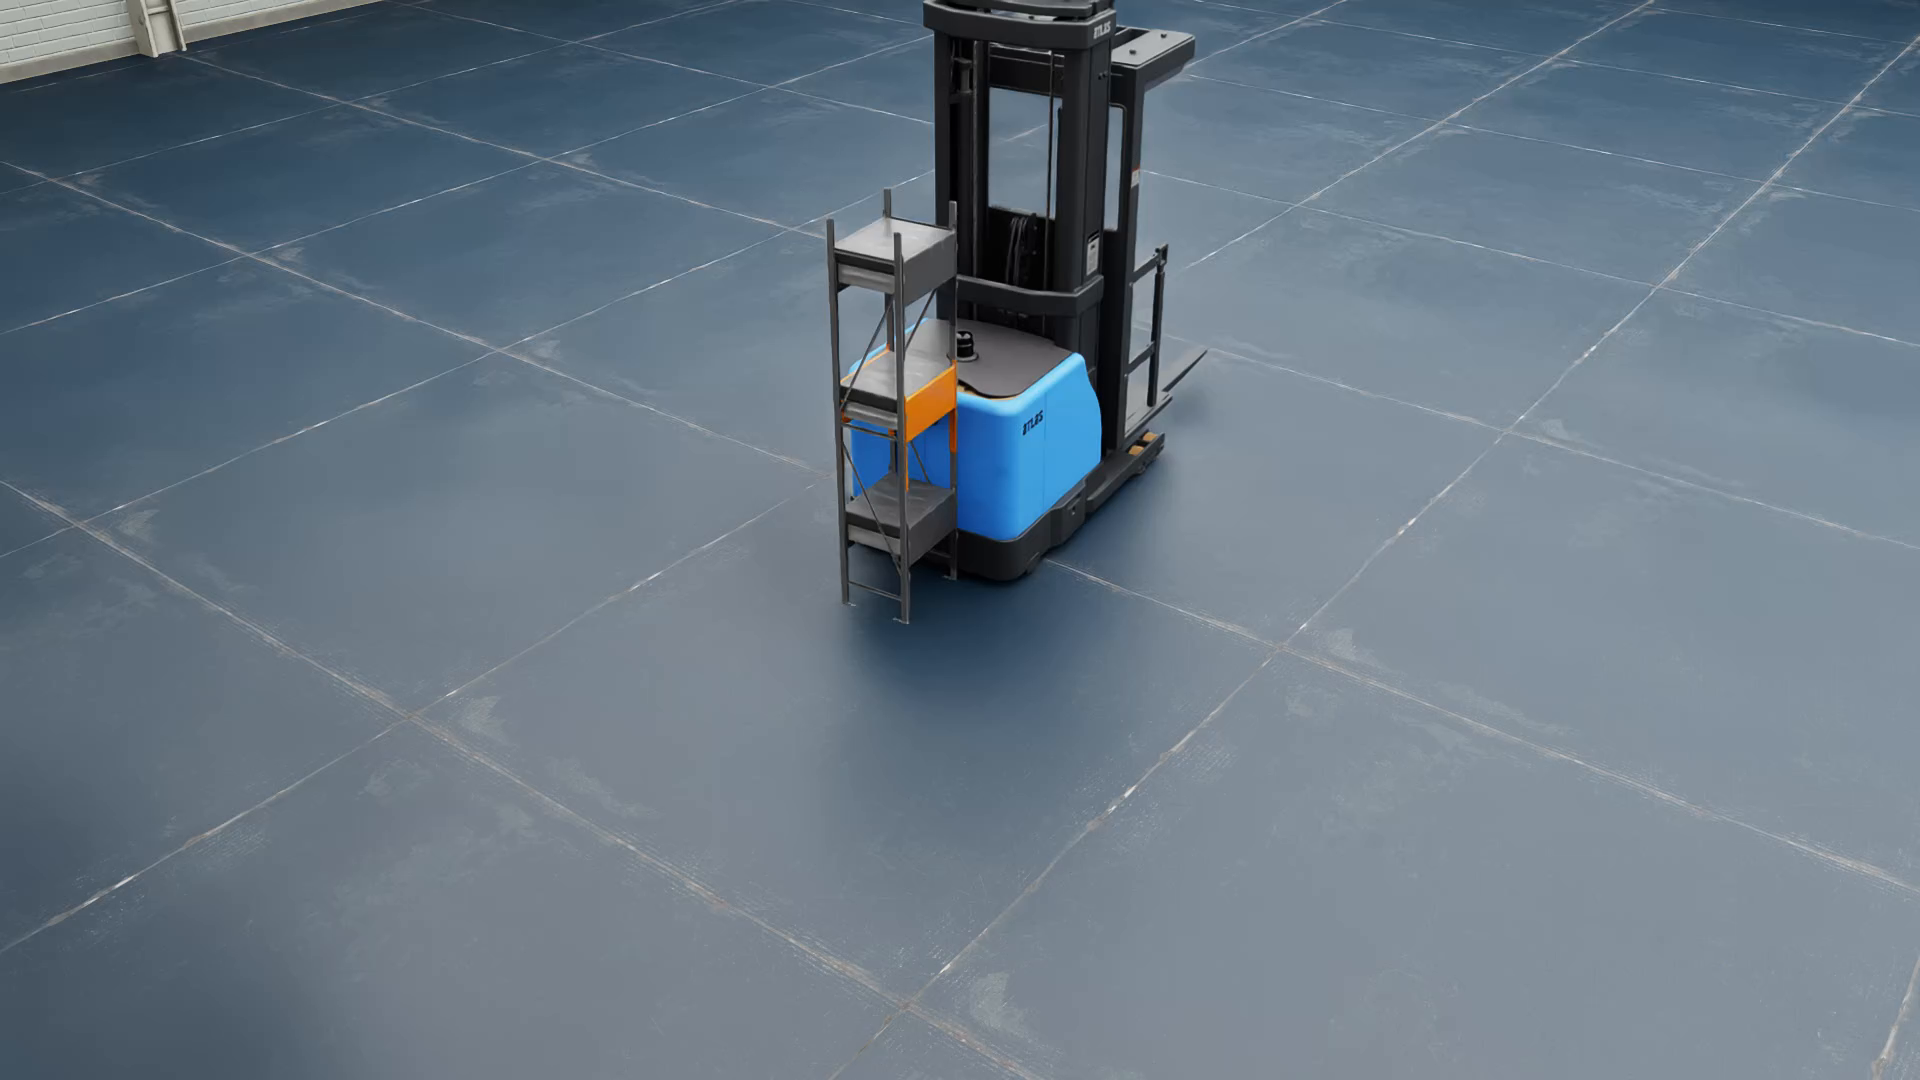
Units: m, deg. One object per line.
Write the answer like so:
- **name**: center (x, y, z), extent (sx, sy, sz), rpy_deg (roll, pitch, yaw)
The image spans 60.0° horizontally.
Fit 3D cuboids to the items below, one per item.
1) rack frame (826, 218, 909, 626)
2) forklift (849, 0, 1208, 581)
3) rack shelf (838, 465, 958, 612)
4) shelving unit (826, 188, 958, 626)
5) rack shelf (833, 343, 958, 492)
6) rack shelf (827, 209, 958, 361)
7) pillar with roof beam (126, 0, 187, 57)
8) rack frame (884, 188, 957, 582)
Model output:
- **rack frame**: center (-0.438, -0.520, 8.067), extent (0.400, 2.100, 0.015), rpy_deg (17, 34, 26)
- **forklift**: center (0.581, -1.765, 9.354), extent (1.130, 2.935, 3.031), rpy_deg (17, 34, 26)
- **rack shelf**: center (-0.314, -0.013, 8.612), extent (0.431, 0.518, 0.480), rpy_deg (17, 34, 26)
- **shelving unit**: center (-0.314, -0.627, 8.248), extent (0.431, 2.100, 0.503), rpy_deg (17, 34, 26)
- **rack shelf**: center (-0.314, -0.615, 8.255), extent (0.431, 0.518, 0.480), rpy_deg (17, 34, 26)
- **rack shelf**: center (-0.314, -1.217, 7.898), extent (0.431, 0.518, 0.480), rpy_deg (17, 34, 26)
- **pillar with roof beam**: center (-5.362, -7.936, 13.815), extent (9.100, 9.000, 0.400), rpy_deg (21, 37, 31)
- **rack frame**: center (-0.191, -0.734, 8.429), extent (0.400, 2.100, 0.015), rpy_deg (17, 34, 26)
